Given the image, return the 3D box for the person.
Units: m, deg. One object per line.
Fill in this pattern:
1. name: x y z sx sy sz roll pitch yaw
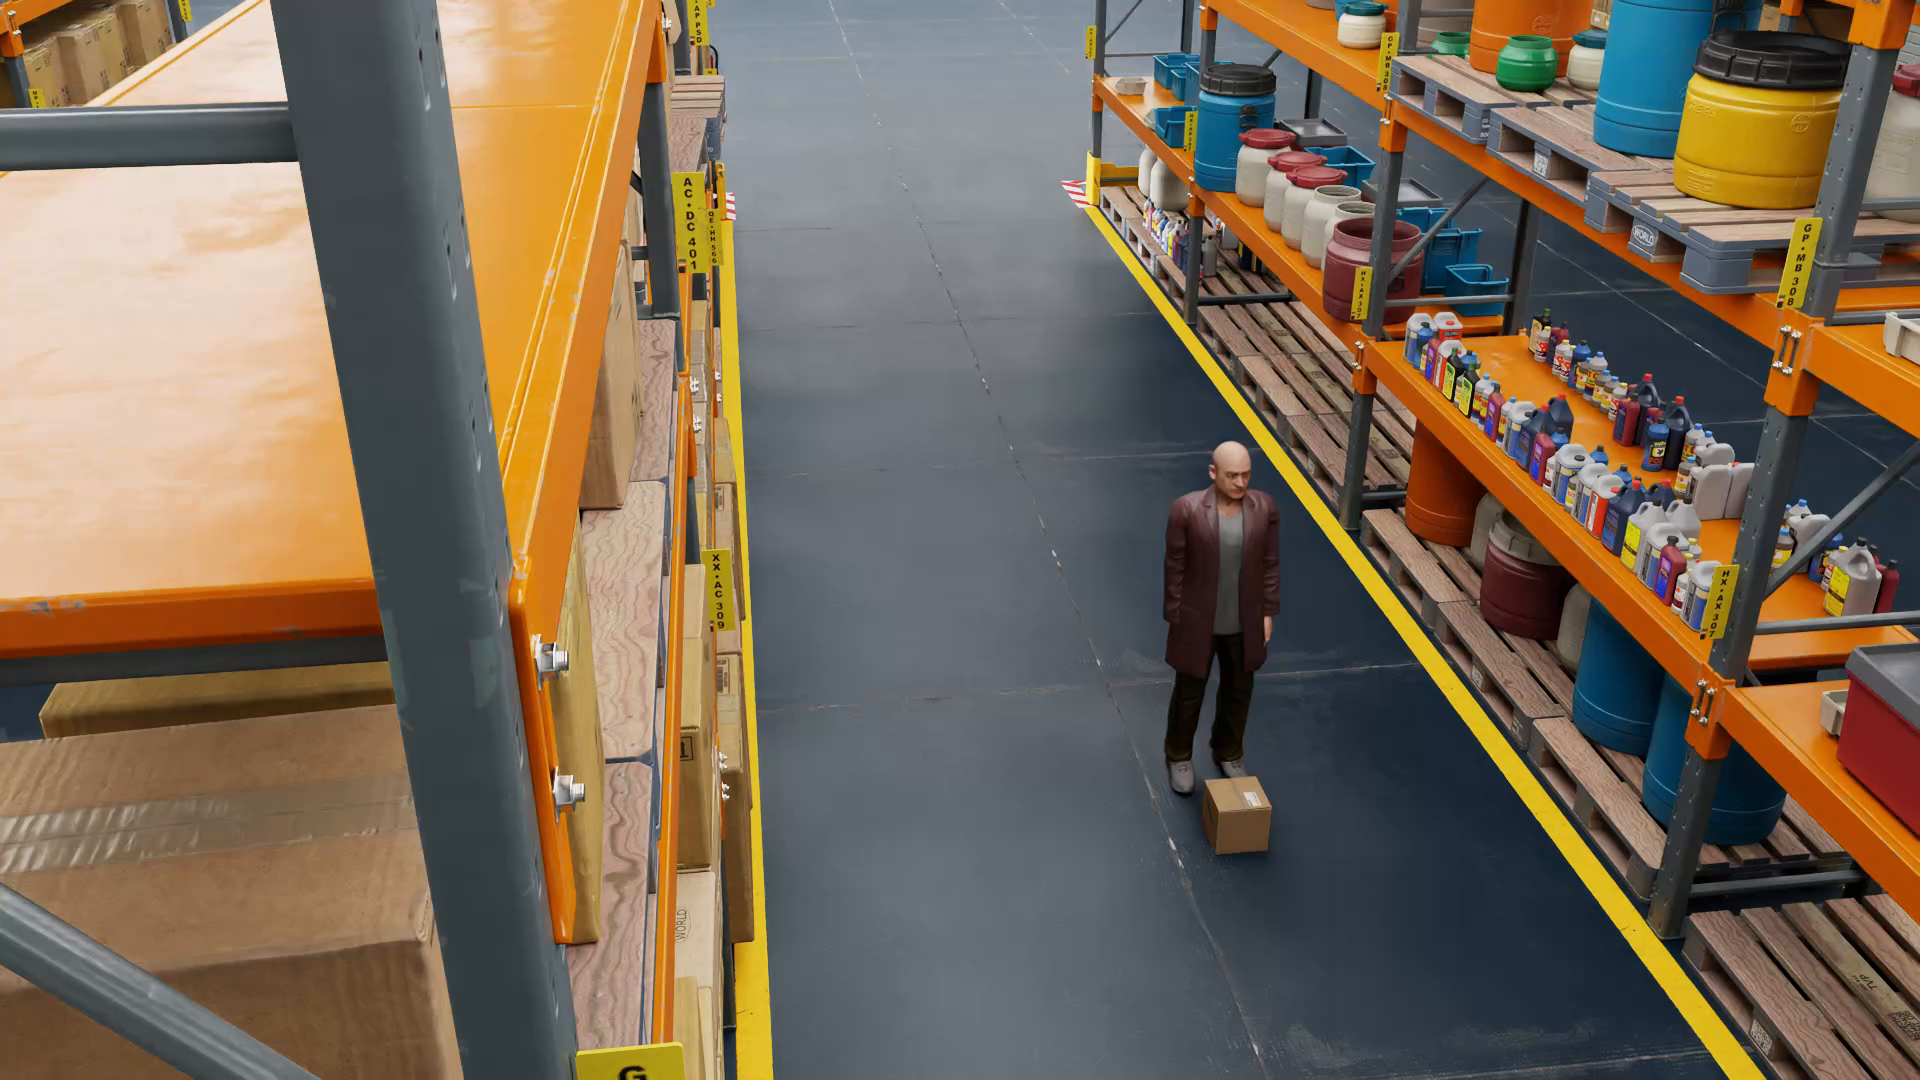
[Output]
1. person: 1.241 0.374 7.894 0.561 1.779 0.376 -3 27 -6
